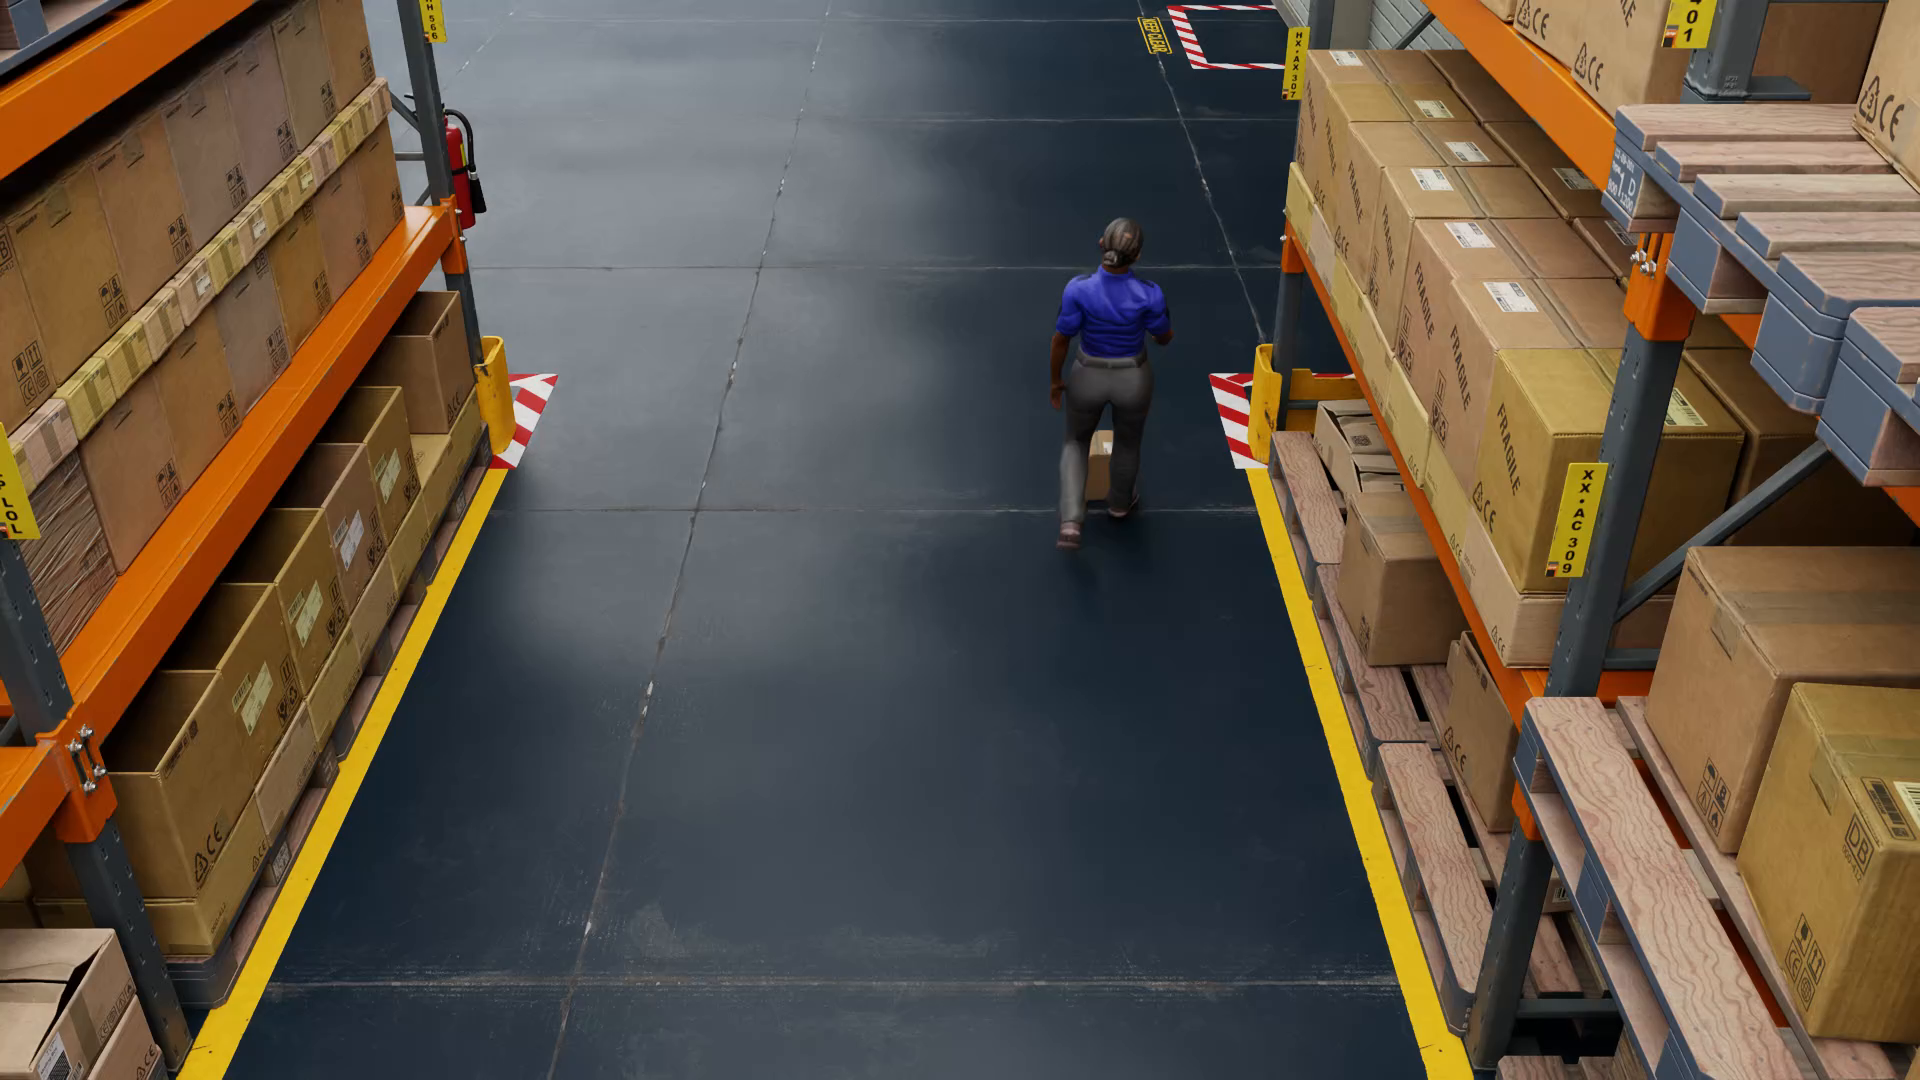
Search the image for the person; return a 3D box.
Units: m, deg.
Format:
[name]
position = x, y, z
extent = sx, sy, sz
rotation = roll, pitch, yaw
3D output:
[person]
position = 0.668, -0.730, 7.336
extent = 0.524, 1.599, 0.795
rotation = 5, 32, 9
